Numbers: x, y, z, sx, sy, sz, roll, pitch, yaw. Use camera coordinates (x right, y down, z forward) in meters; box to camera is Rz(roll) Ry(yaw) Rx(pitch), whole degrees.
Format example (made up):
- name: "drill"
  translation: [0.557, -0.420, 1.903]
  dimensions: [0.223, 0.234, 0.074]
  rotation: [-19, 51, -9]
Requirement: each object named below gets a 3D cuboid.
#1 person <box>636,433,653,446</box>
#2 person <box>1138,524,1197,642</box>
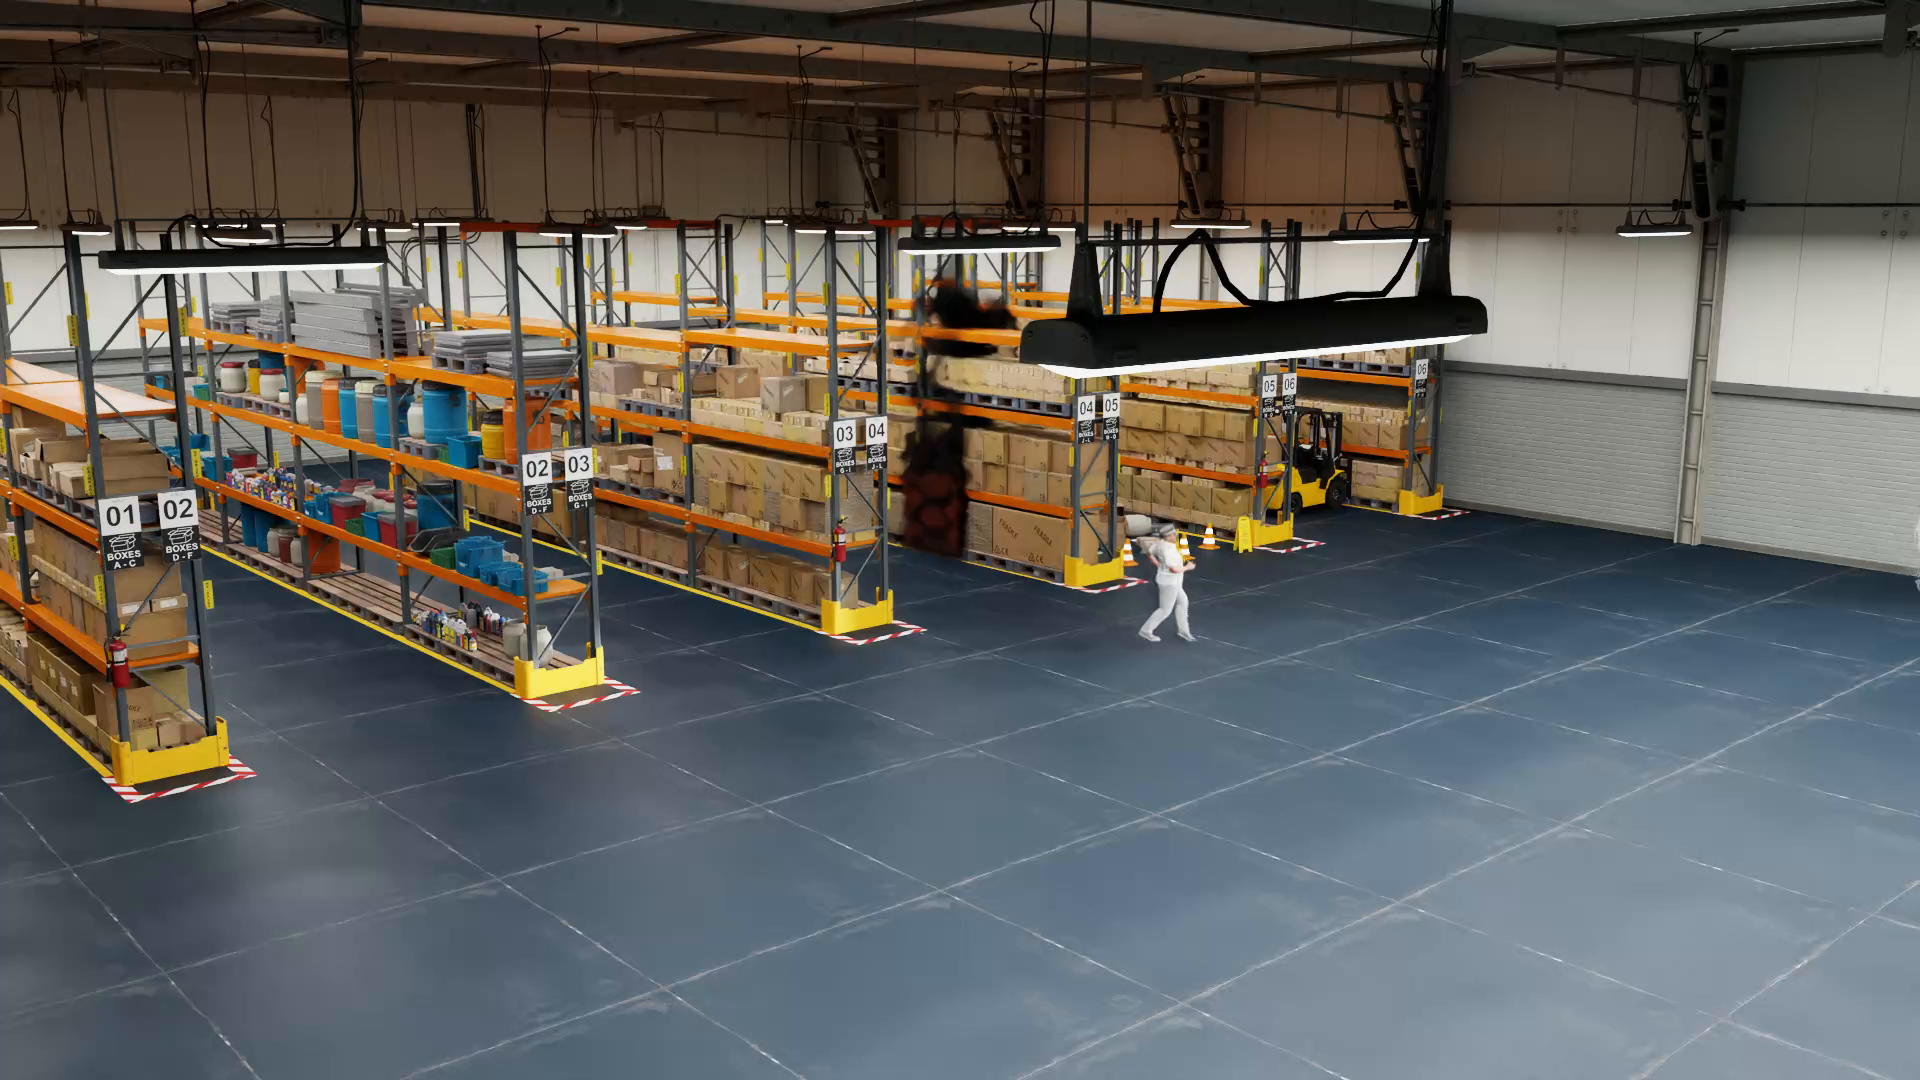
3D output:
- name: "person"
  translation: [-7.800, -2.774, 41.380]
  dimensions: [0.625, 1.764, 0.728]
  rotation: [7, 13, 31]
- name: "person"
  translation: [3.052, 0.647, 24.252]
  dimensions: [0.896, 1.819, 0.668]
  rotation: [0, 11, -1]
